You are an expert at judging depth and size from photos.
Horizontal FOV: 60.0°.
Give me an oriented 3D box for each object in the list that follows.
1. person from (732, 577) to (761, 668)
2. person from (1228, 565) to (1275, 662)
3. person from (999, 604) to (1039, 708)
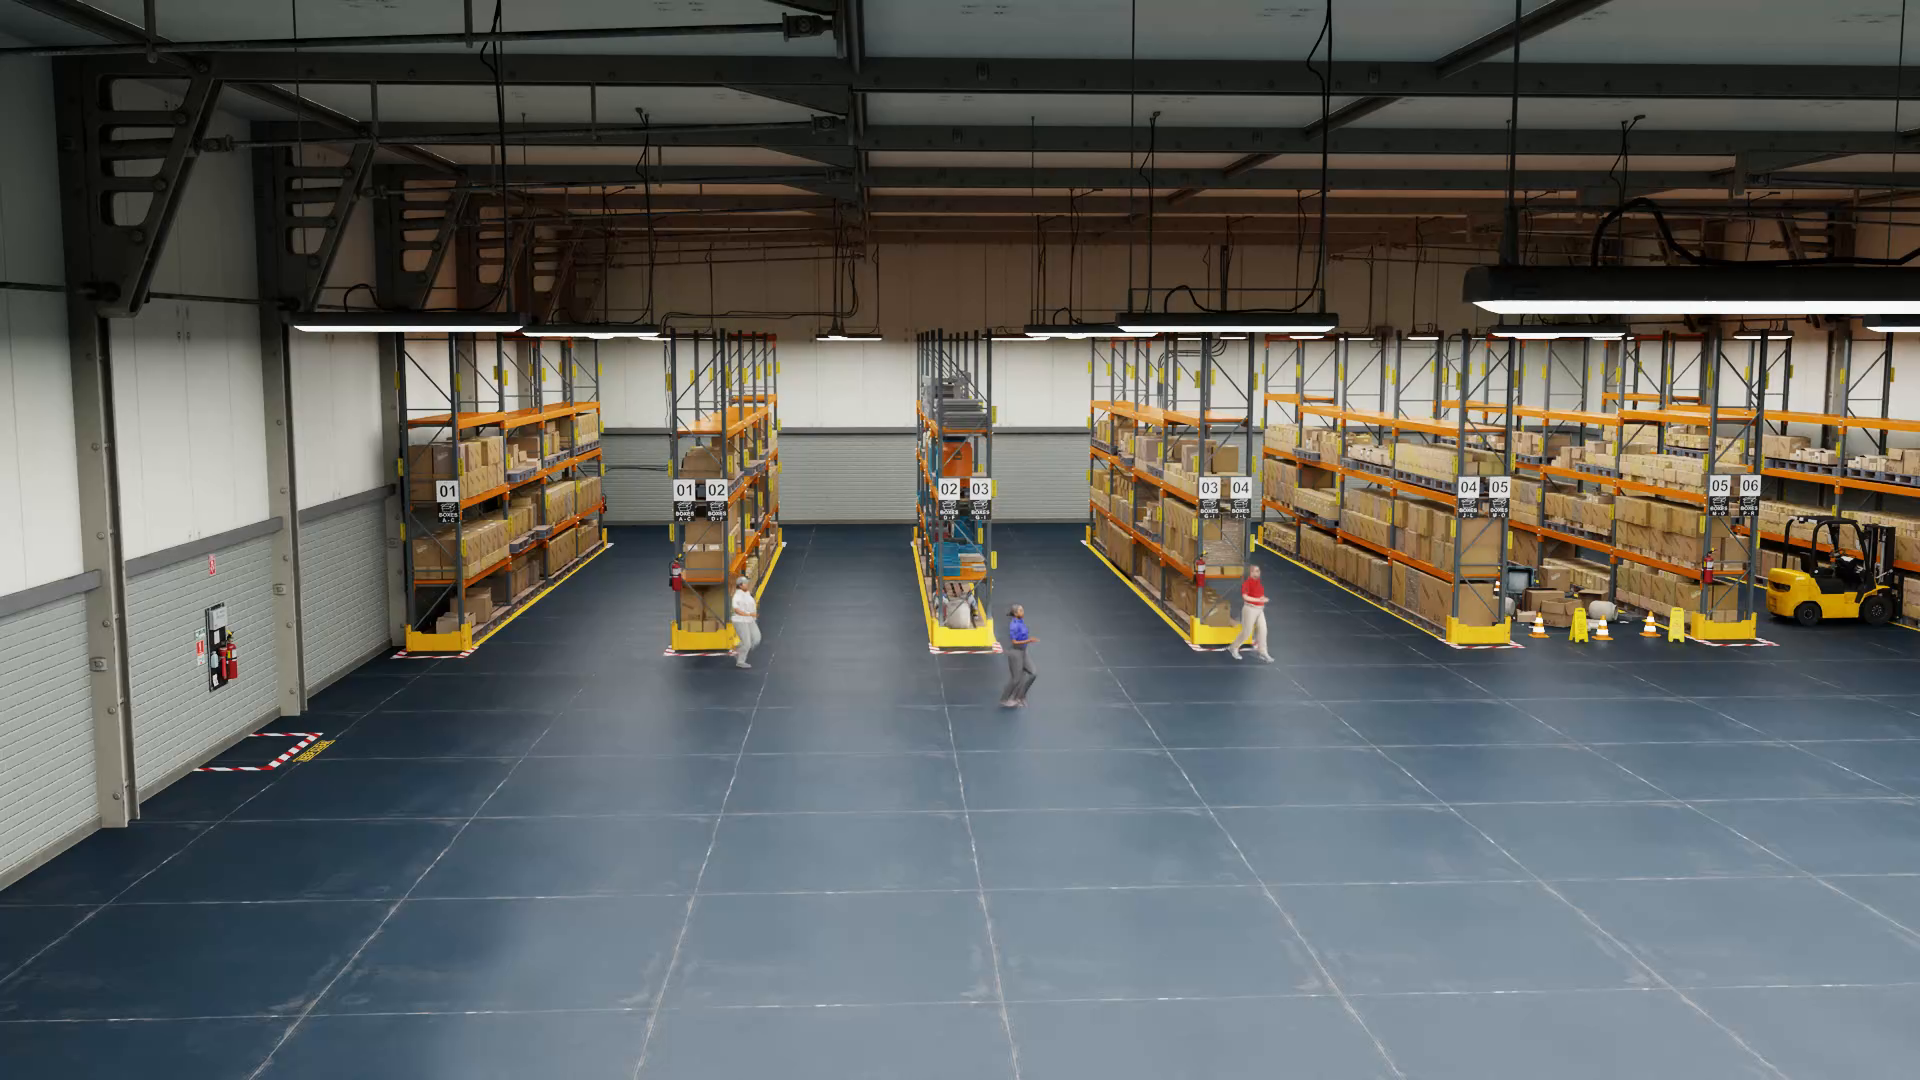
[{"bbox_3d":[-3.785,1.453,29.458,0.538,1.622,0.624,3,7,23],"label":"person"},{"bbox_3d":[5.287,1.314,30.007,0.884,1.734,0.672,6,9,40],"label":"person"},{"bbox_3d":[0.951,1.840,26.147,0.660,1.683,0.555,3,7,20],"label":"person"}]
